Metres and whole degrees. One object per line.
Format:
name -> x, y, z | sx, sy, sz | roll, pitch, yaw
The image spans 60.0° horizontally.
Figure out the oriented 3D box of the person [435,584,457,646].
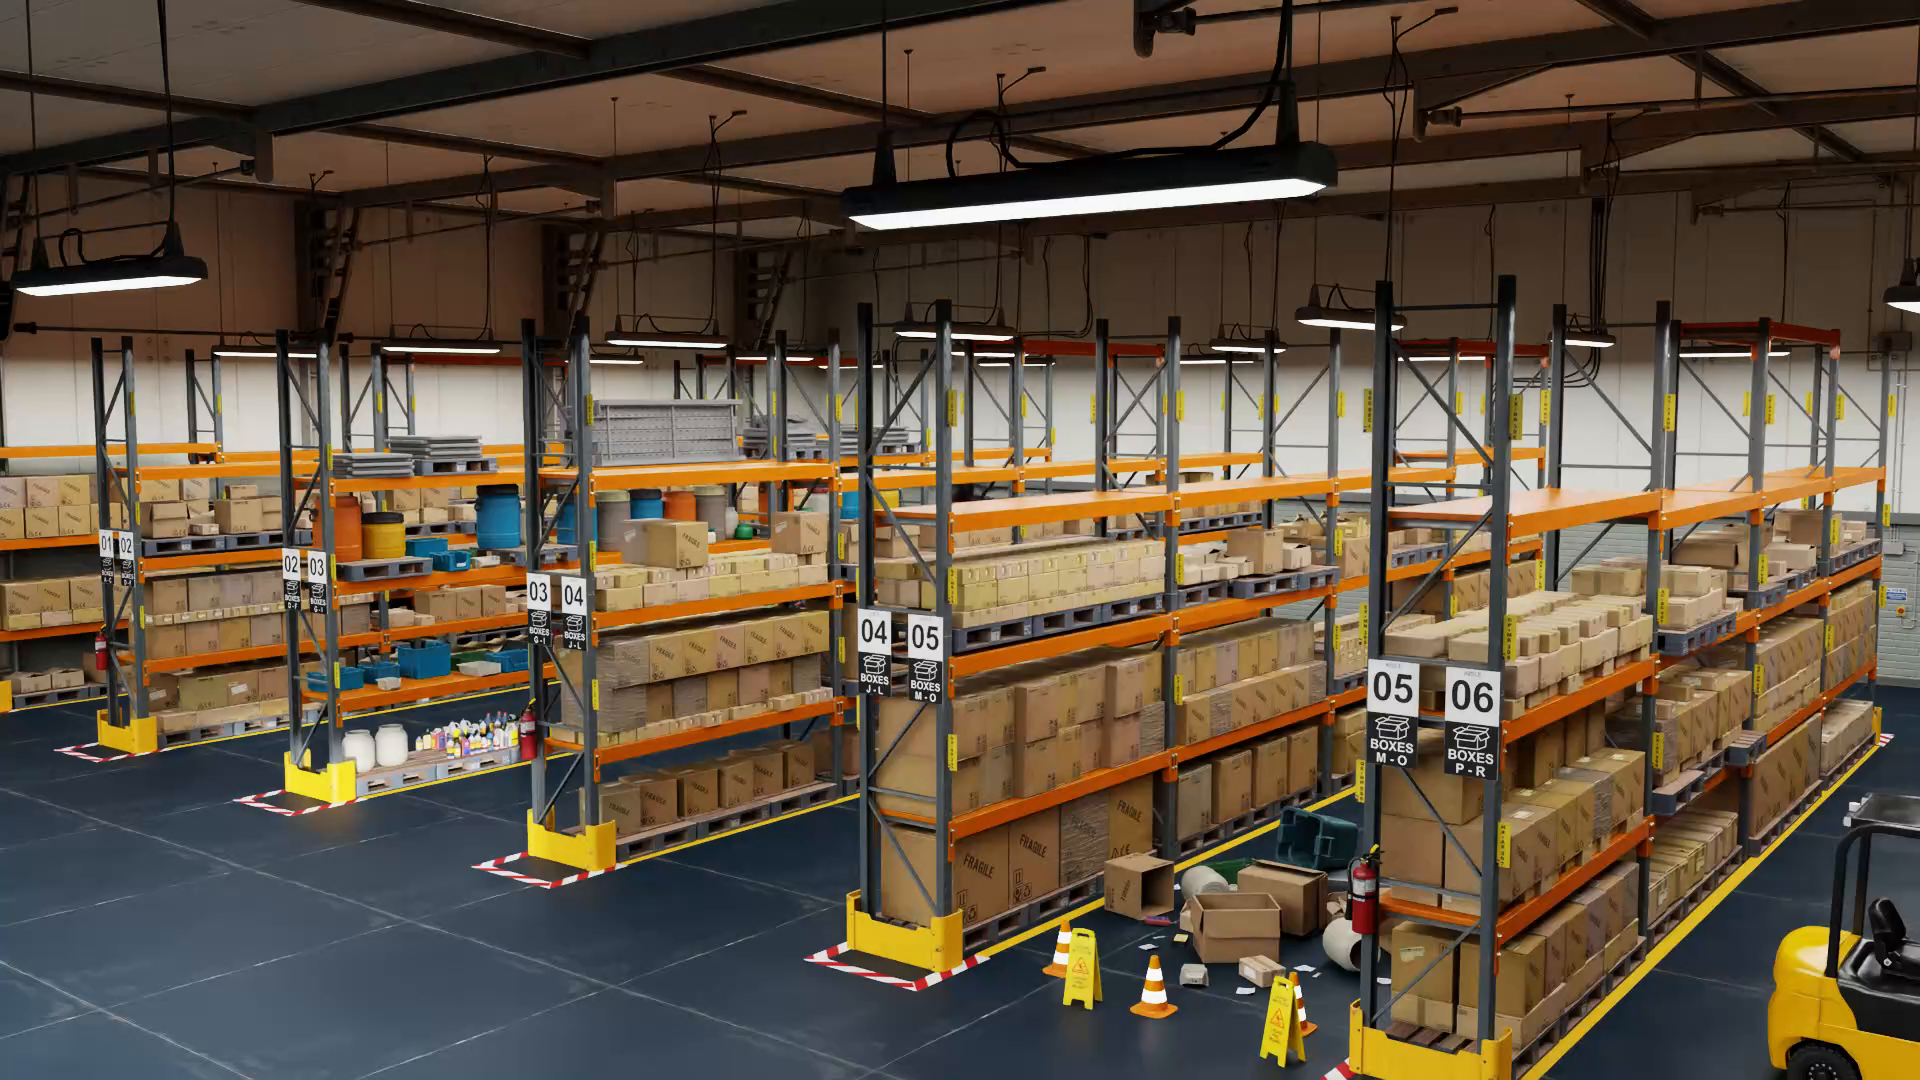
person -> -9.679, 1.622, 31.249 | 0.508, 1.671, 0.377 | -2, 5, -18
